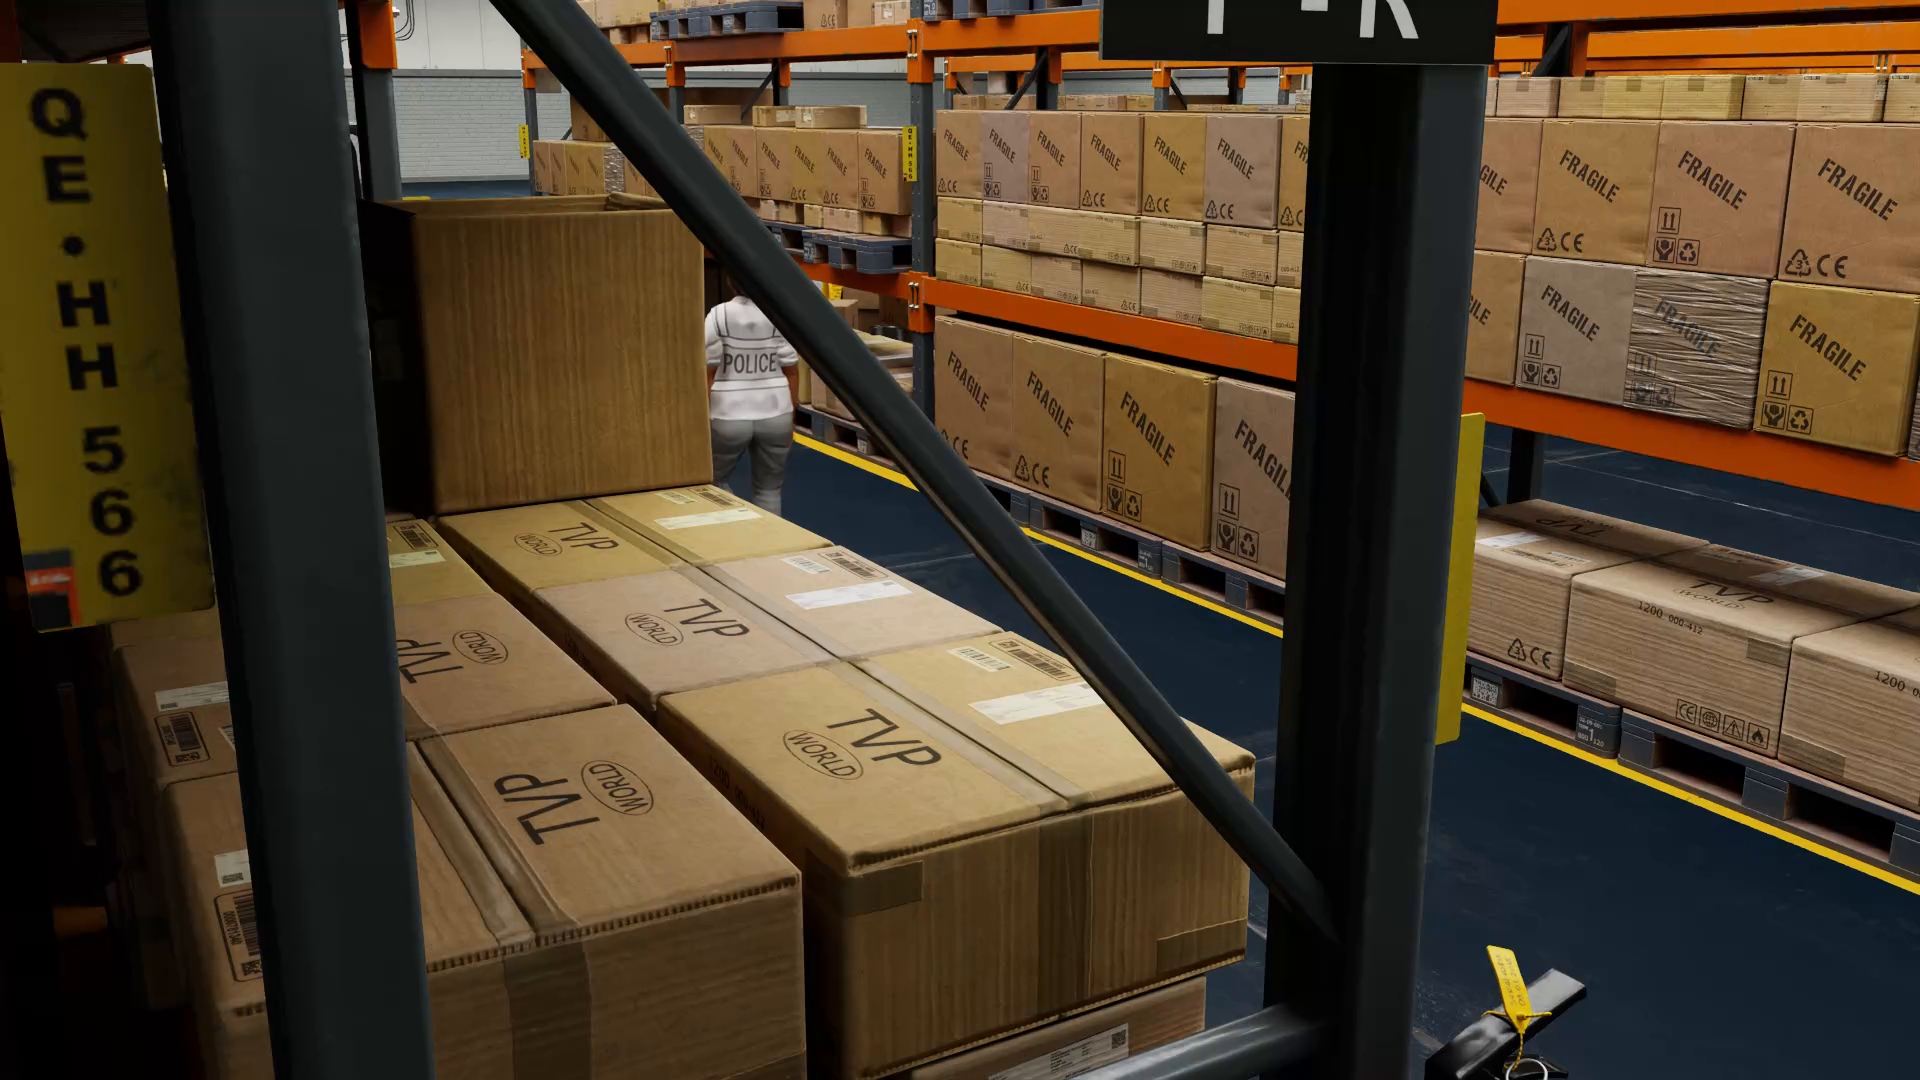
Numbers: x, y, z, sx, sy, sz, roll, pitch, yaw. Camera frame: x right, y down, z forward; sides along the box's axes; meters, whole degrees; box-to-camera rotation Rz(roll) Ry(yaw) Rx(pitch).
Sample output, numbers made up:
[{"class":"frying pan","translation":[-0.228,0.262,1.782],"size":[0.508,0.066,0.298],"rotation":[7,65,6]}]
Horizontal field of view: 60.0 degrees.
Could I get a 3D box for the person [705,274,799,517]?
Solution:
[{"class":"person","translation":[-1.023,-0.576,8.059],"size":[0.488,1.658,0.457],"rotation":[-4,16,-16]}]
